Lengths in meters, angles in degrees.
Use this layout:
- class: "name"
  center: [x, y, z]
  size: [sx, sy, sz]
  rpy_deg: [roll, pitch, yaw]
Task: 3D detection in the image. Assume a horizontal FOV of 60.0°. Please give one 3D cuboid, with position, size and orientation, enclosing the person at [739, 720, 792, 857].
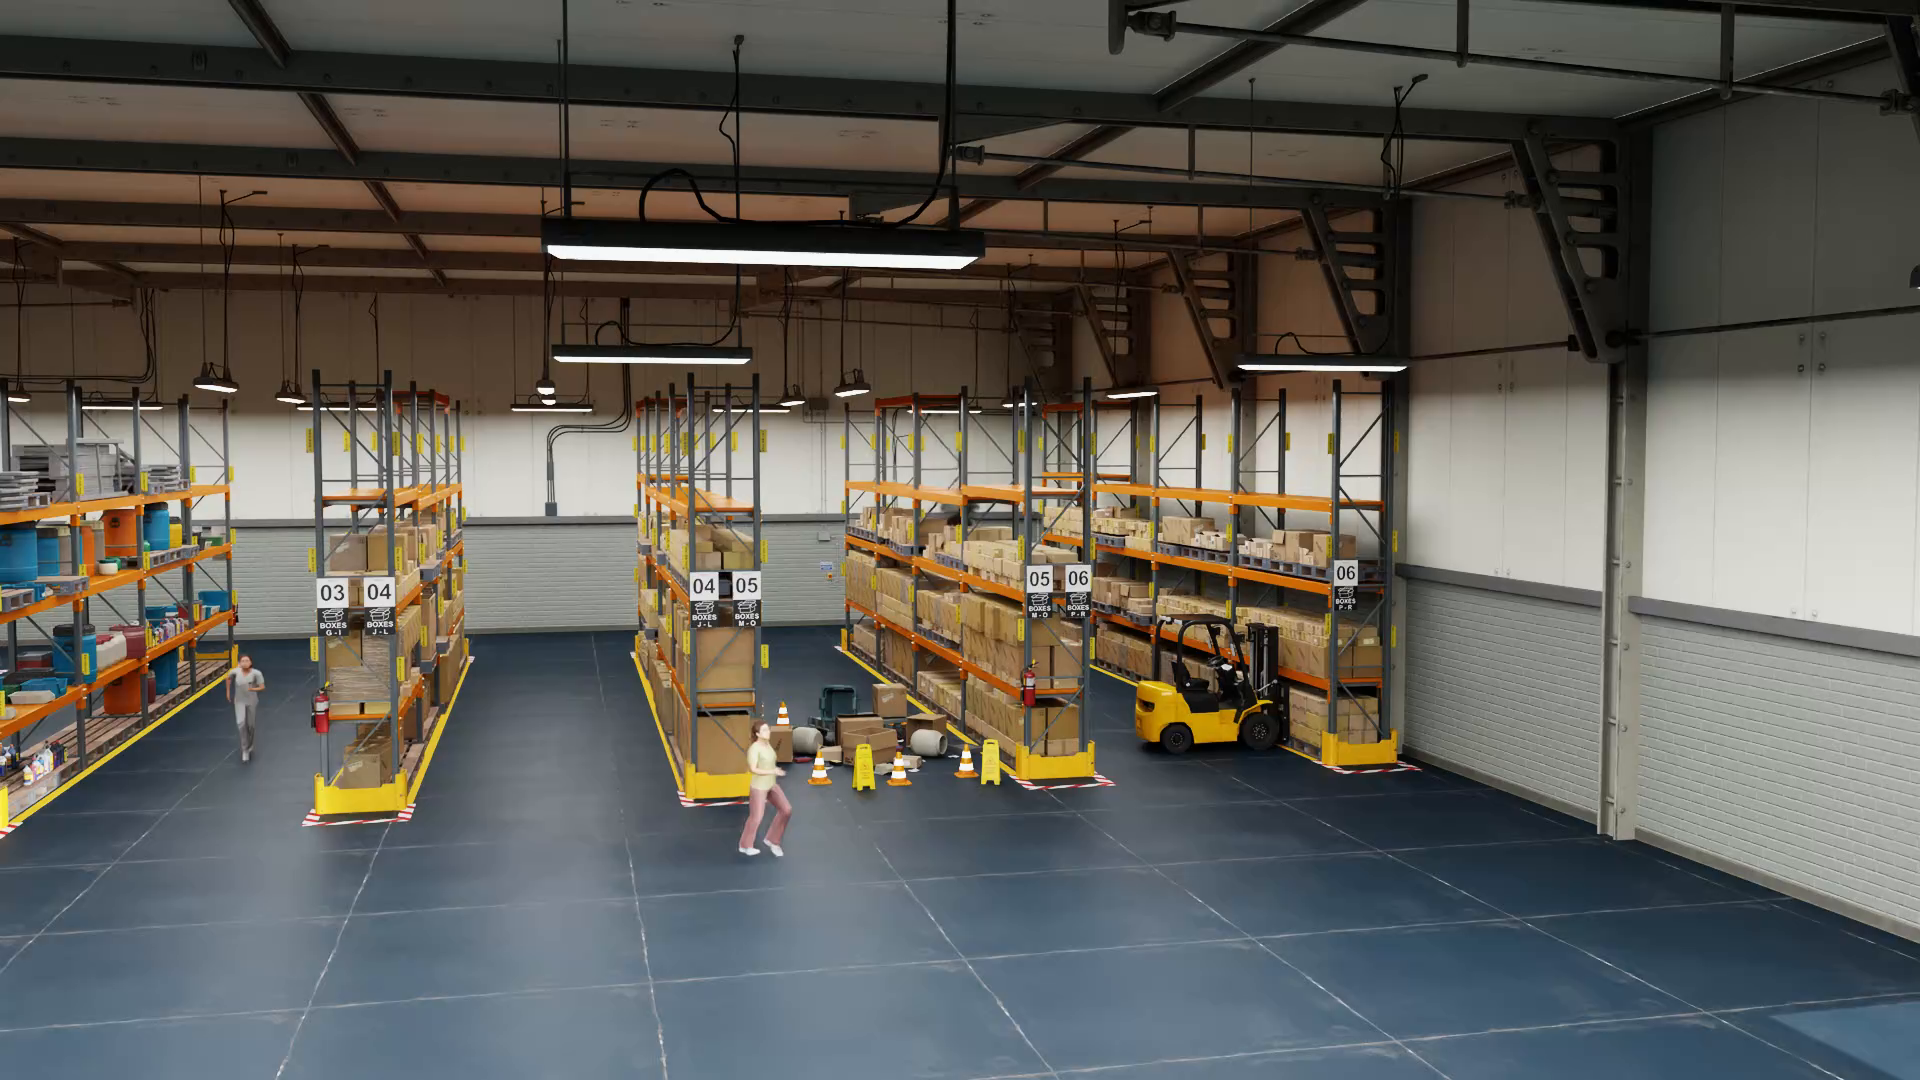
- class: "person"
  center: [-2.368, 3.003, 20.061]
  size: [0.684, 1.668, 0.561]
  rpy_deg: [2, 4, 29]

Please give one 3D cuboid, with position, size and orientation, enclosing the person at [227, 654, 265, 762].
- class: "person"
  center: [-11.386, 2.644, 26.532]
  size: [0.586, 1.693, 0.834]
  rpy_deg: [-1, 3, -19]
